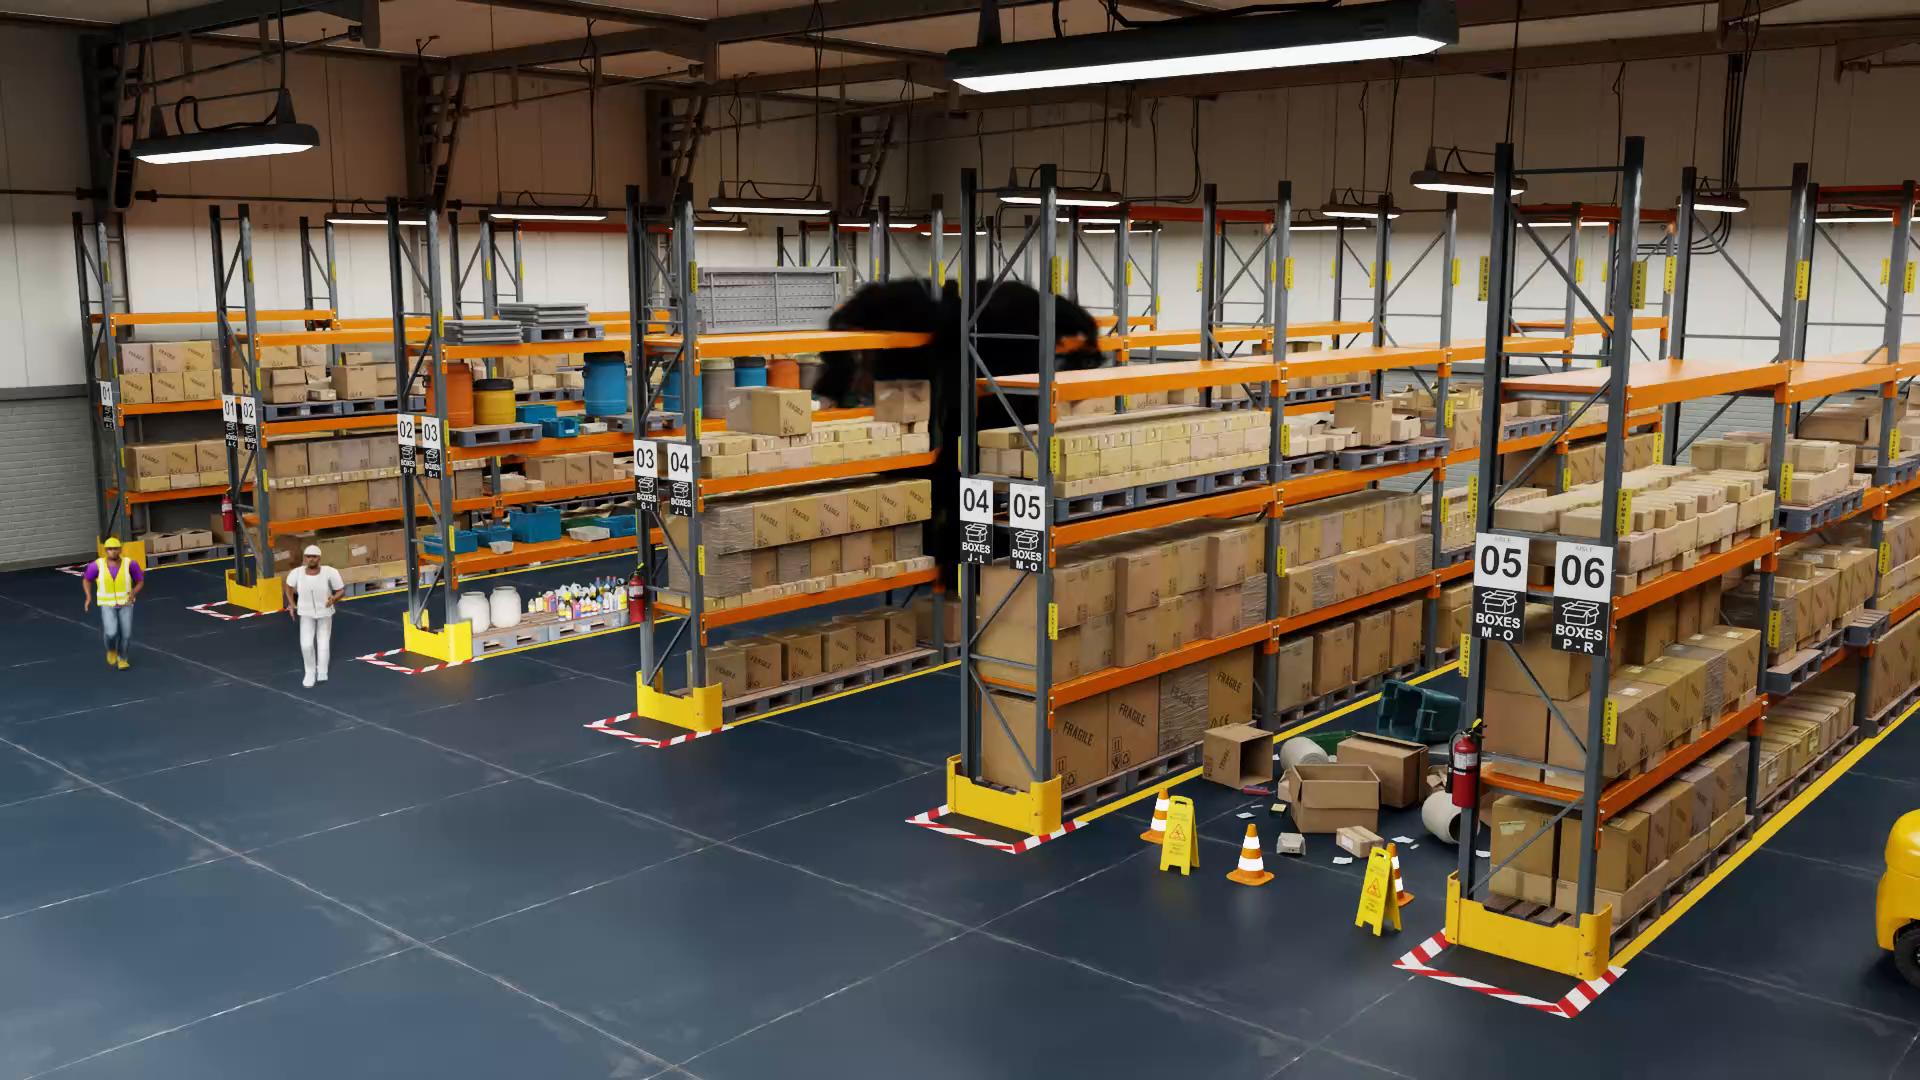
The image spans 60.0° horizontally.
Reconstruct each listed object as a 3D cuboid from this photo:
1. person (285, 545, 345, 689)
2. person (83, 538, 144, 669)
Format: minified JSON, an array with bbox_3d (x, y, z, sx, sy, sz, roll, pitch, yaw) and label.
[{"bbox_3d":[-7.891,0.940,20.390,0.690,1.777,0.705,-3,10,-19],"label":"person"},{"bbox_3d":[-10.731,0.818,21.135,0.691,1.713,0.650,-5,11,-29],"label":"person"}]
